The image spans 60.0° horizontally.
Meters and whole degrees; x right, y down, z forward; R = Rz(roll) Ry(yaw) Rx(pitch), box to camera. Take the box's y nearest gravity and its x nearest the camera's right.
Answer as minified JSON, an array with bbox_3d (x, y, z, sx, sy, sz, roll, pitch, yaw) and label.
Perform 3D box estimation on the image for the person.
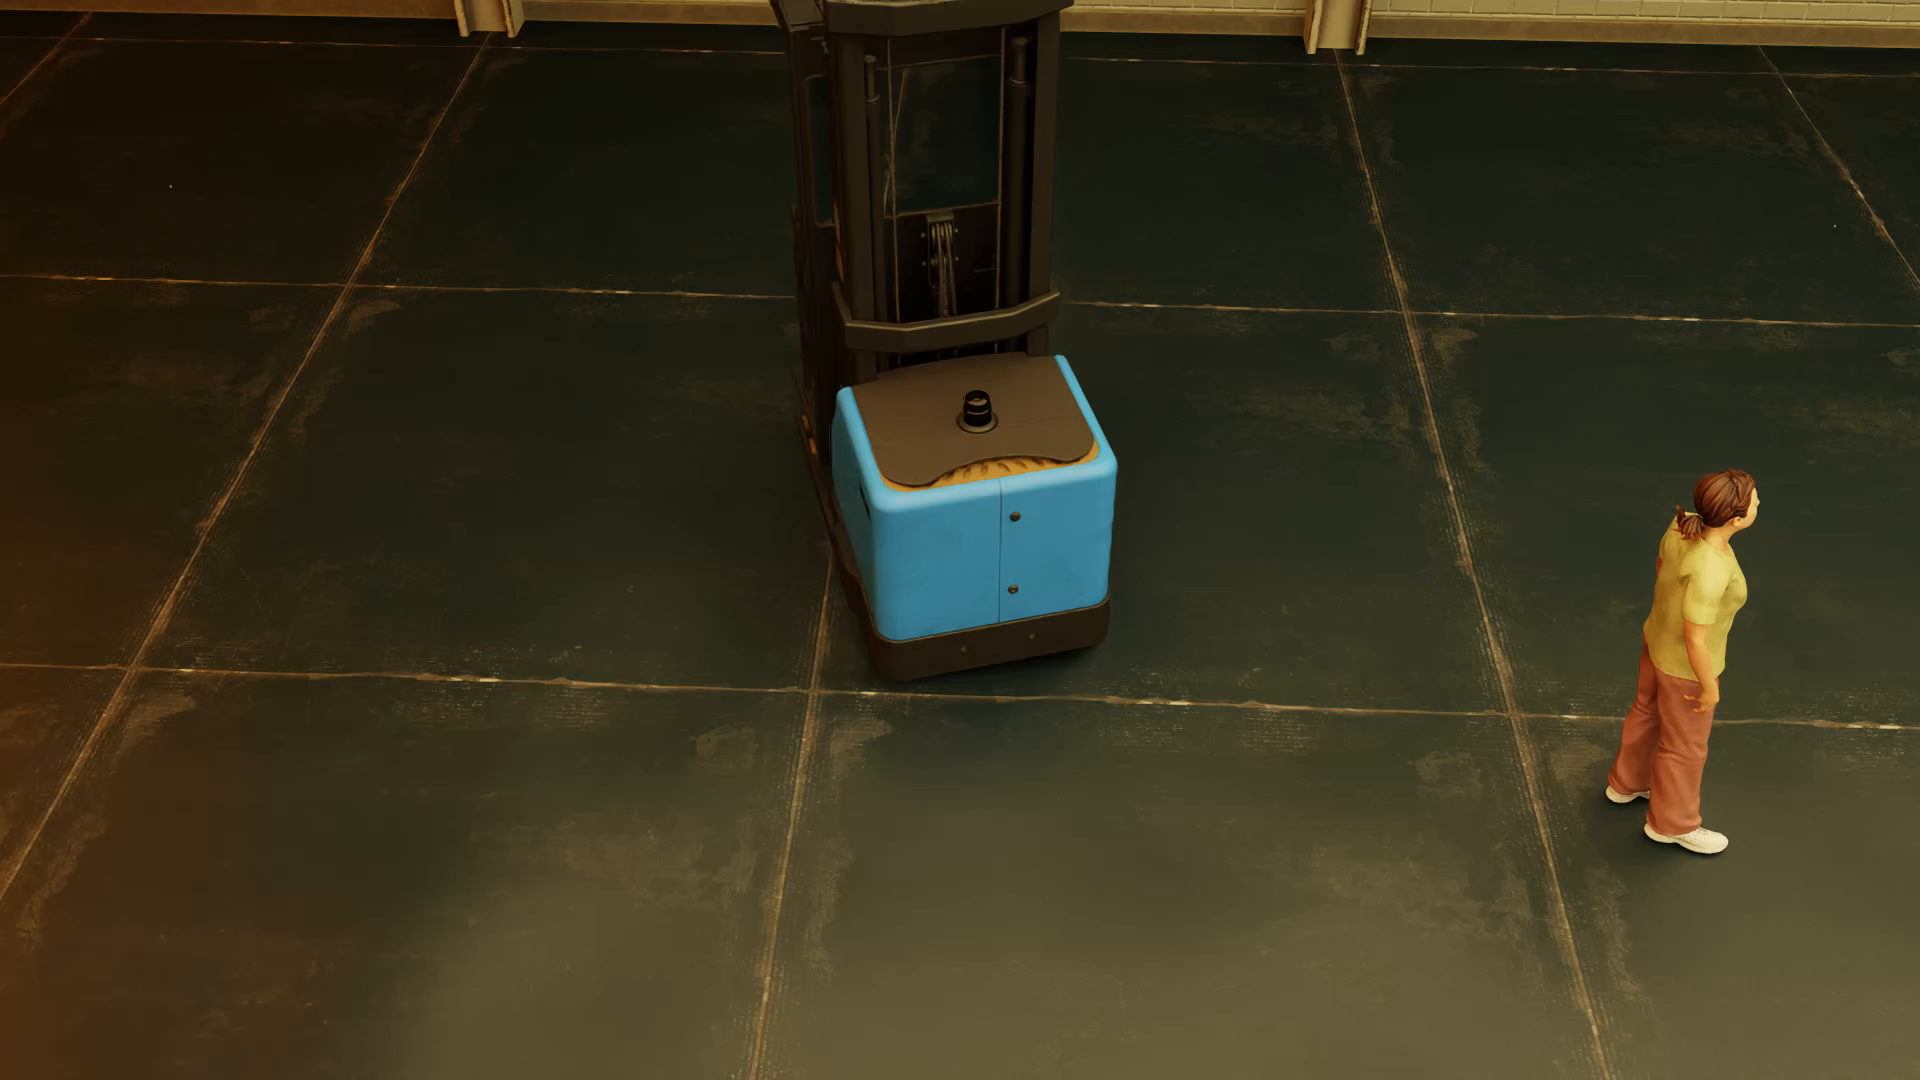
[{"bbox_3d":[2.763,0.428,6.194,0.550,1.676,0.554,3,42,3],"label":"person"}]

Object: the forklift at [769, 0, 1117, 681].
[{"bbox_3d":[-0.205,-1.483,7.366,1.130,2.935,3.031,-10,43,-10],"label":"forklift"}]
